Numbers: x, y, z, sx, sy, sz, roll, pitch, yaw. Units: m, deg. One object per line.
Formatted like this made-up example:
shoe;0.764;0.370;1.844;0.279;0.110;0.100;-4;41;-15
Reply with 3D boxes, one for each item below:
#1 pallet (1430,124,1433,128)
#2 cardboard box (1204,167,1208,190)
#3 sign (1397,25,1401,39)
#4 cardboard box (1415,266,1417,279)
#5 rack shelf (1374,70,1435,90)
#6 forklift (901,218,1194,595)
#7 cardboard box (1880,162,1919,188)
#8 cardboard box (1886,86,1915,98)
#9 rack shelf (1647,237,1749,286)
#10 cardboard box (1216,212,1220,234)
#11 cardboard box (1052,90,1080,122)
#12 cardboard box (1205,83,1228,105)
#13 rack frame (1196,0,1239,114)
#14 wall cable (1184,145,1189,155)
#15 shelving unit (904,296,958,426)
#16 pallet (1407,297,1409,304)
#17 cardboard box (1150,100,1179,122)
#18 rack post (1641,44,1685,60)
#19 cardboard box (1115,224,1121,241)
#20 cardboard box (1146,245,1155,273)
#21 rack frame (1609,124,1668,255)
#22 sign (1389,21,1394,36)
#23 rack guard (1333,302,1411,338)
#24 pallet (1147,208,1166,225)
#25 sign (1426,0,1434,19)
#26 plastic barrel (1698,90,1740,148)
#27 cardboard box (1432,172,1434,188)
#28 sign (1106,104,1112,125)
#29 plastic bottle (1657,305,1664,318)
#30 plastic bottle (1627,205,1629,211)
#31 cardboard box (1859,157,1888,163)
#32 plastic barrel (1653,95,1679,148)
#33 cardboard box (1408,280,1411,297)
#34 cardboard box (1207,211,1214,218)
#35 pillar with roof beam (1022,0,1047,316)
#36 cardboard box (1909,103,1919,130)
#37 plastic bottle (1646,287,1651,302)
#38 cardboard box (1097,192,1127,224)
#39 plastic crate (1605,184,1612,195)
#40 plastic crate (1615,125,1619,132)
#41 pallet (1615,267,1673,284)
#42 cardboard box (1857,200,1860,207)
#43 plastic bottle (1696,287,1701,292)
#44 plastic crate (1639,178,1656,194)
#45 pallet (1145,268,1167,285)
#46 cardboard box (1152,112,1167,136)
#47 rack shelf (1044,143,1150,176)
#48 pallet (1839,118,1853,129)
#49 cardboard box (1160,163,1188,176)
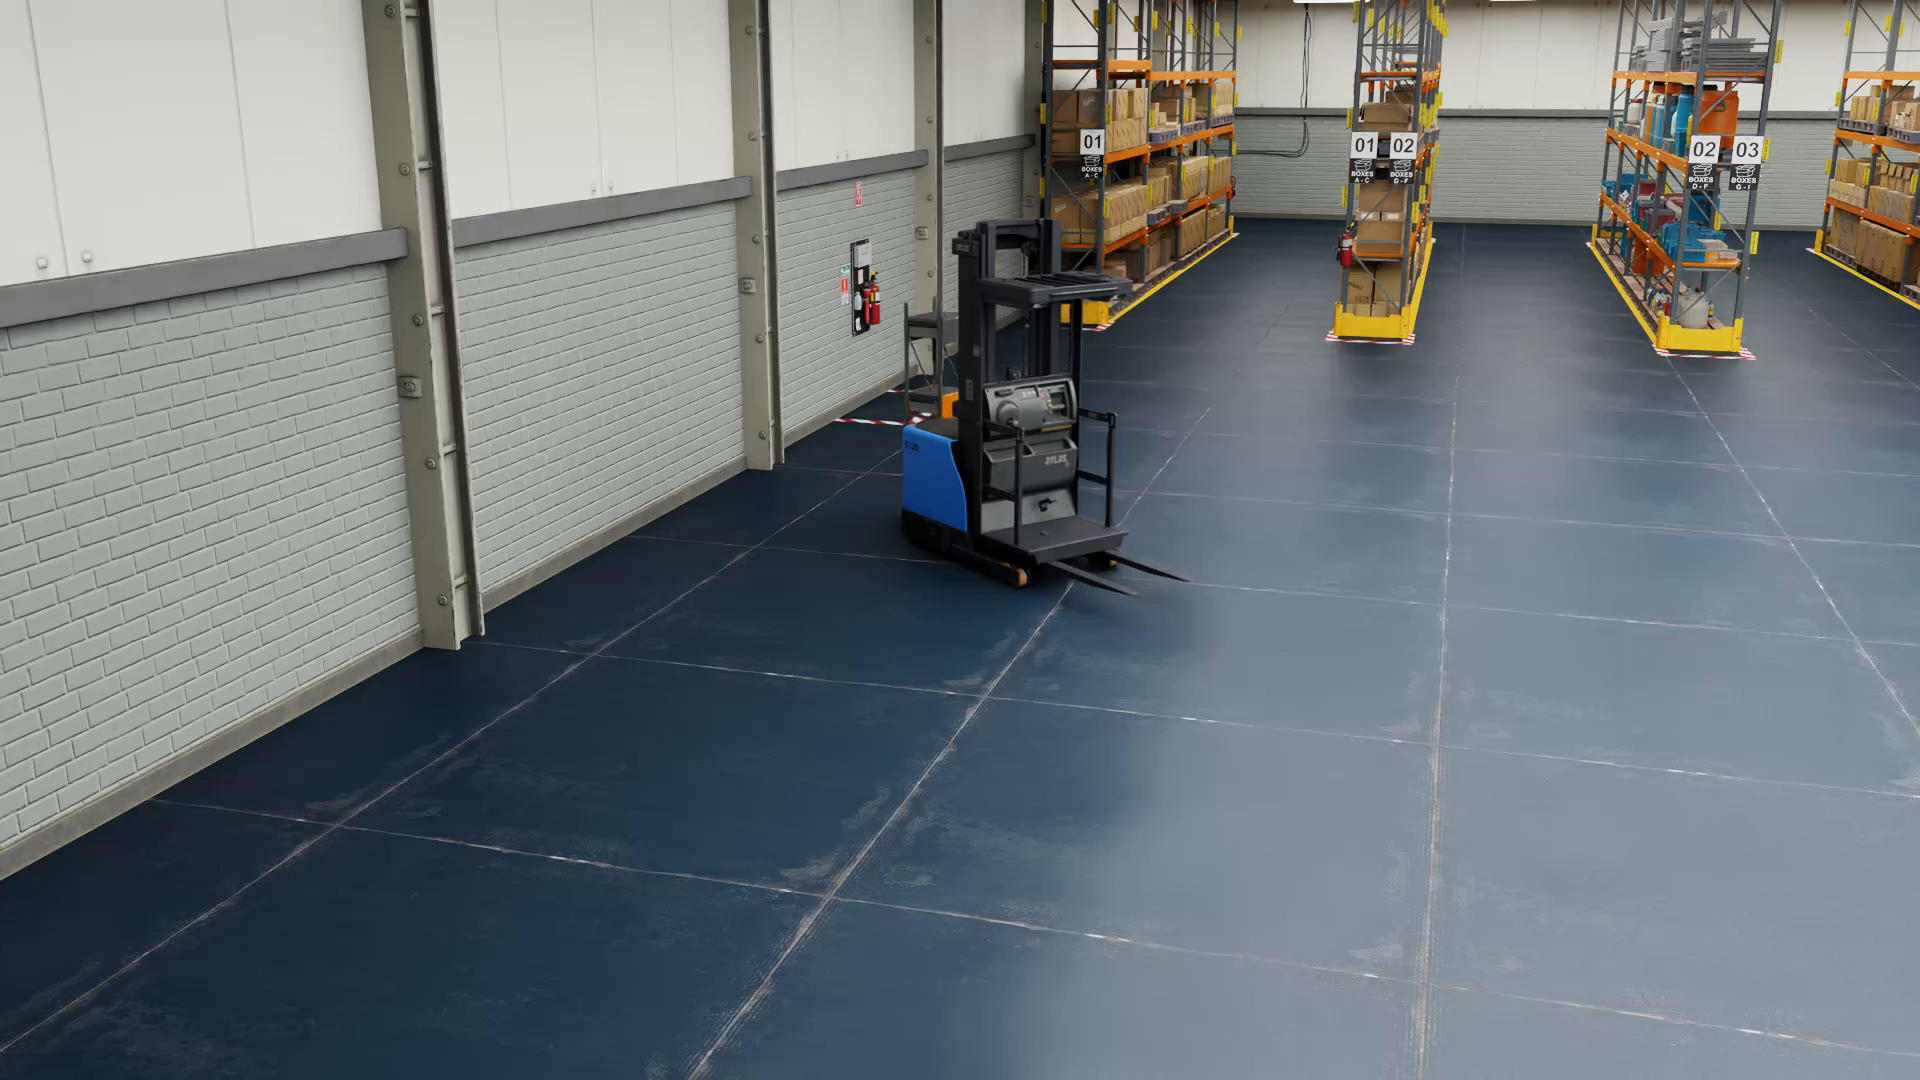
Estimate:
pallet;9.526;-8.820;35.695;1.213;0.211;1.003;5;16;16
cardboard box;5.431;-8.347;38.417;0.500;0.500;0.500;4;16;15
sign;10.687;-12.366;40.499;0.100;0.325;0.005;5;16;16
cardboard box;8.586;-5.179;32.280;0.500;0.250;0.500;5;17;17
rack shelf;8.366;-8.682;31.418;1.077;0.370;4.000;5;16;16
forklift;0.728;-1.162;13.975;1.130;2.935;3.031;-11;19;-34
cardboard box;19.394;-7.497;34.164;0.797;0.503;0.637;4;16;14
cardboard box;19.841;-9.482;35.176;0.500;0.250;0.500;4;16;12
rack shelf;11.977;-4.556;27.135;1.077;0.370;4.000;5;16;16
cardboard box;6.070;-7.879;41.344;0.700;0.500;0.500;4;16;14
cardboard box;1.782;-7.262;27.808;0.500;0.500;0.500;5;17;18
cardboard box;6.218;-10.835;40.405;0.500;0.500;0.500;4;16;13
rack frame;6.457;-12.219;41.840;1.000;3.000;0.127;5;16;16
wall cable;5.914;-10.230;43.960;0.084;1.984;1.851;5;16;16
shelving unit;-0.211;-1.195;15.615;0.431;2.100;0.503;10;19;31
pallet;7.531;-4.264;29.898;1.003;0.211;1.213;5;16;16
cardboard box;4.264;-9.072;35.251;0.700;0.500;0.500;3;16;12
rack post;13.849;-9.515;32.442;0.954;0.300;0.937;5;16;16
cardboard box;2.487;-5.325;28.764;0.500;0.250;0.500;4;16;14
cardboard box;3.523;-5.666;33.504;0.700;0.500;0.500;5;17;17
rack frame;14.819;-7.519;36.261;1.000;3.000;0.127;5;16;16
sign;9.556;-11.324;36.827;0.100;0.325;0.005;5;16;16
rack guard;6.654;-3.555;26.869;1.175;0.500;0.348;5;16;16
pallet;3.404;-6.290;32.281;1.003;0.211;1.213;5;16;16
sign;7.191;-8.131;25.424;0.100;0.325;0.005;5;16;16
plastic barrel;11.425;-6.368;25.150;0.600;0.830;0.708;5;16;16
cardboard box;11.341;-8.860;40.807;0.500;0.500;0.500;5;17;18
sign;2.430;-6.969;27.224;0.100;0.325;0.005;5;16;16
plastic bottle;11.510;-3.759;27.328;0.097;0.201;0.097;0;16;0
plastic bottle;13.670;-6.757;33.941;0.097;0.201;0.097;0;16;0
cardboard box;20.818;-8.465;37.952;0.500;0.500;0.500;5;17;17
plastic barrel;12.668;-7.431;29.535;0.600;0.901;0.600;0;16;0
cardboard box;7.875;-4.552;30.070;0.500;0.250;0.500;5;16;16
cardboard box;5.903;-7.862;40.092;0.380;0.149;0.250;5;17;18
pillar with roof beam;5.407;-7.950;26.787;9.100;9.000;0.400;5;16;16
cardboard box;18.696;-8.179;32.139;0.500;0.500;0.500;6;17;19
plastic bottle;12.035;-4.275;29.020;0.097;0.271;0.097;0;16;0
cardboard box;2.637;-5.810;29.102;0.500;0.500;0.500;4;16;14
plastic crate;15.196;-8.130;38.612;0.416;0.233;0.300;5;16;16
plastic crate;14.815;-9.197;37.164;0.293;0.136;0.466;5;16;16
pallet;13.866;-5.340;33.690;1.003;0.211;1.213;5;16;16
cardboard box;19.413;-7.186;35.549;0.380;0.149;0.250;5;17;17
plastic bottle;12.584;-4.122;28.333;0.144;0.351;0.185;4;16;13
plastic crate;15.313;-7.792;36.999;0.402;0.464;0.583;5;16;16
pallet;3.612;-5.376;33.818;1.003;0.211;1.213;5;16;16
cardboard box;3.726;-8.411;33.683;0.797;0.503;0.637;7;17;24
rack shelf;2.479;-6.768;29.434;1.077;0.370;4.000;5;16;16
pallet;20.504;-9.387;37.512;1.003;0.211;1.213;5;16;16
cardboard box;4.568;-7.908;35.495;0.500;0.250;0.500;5;17;17
